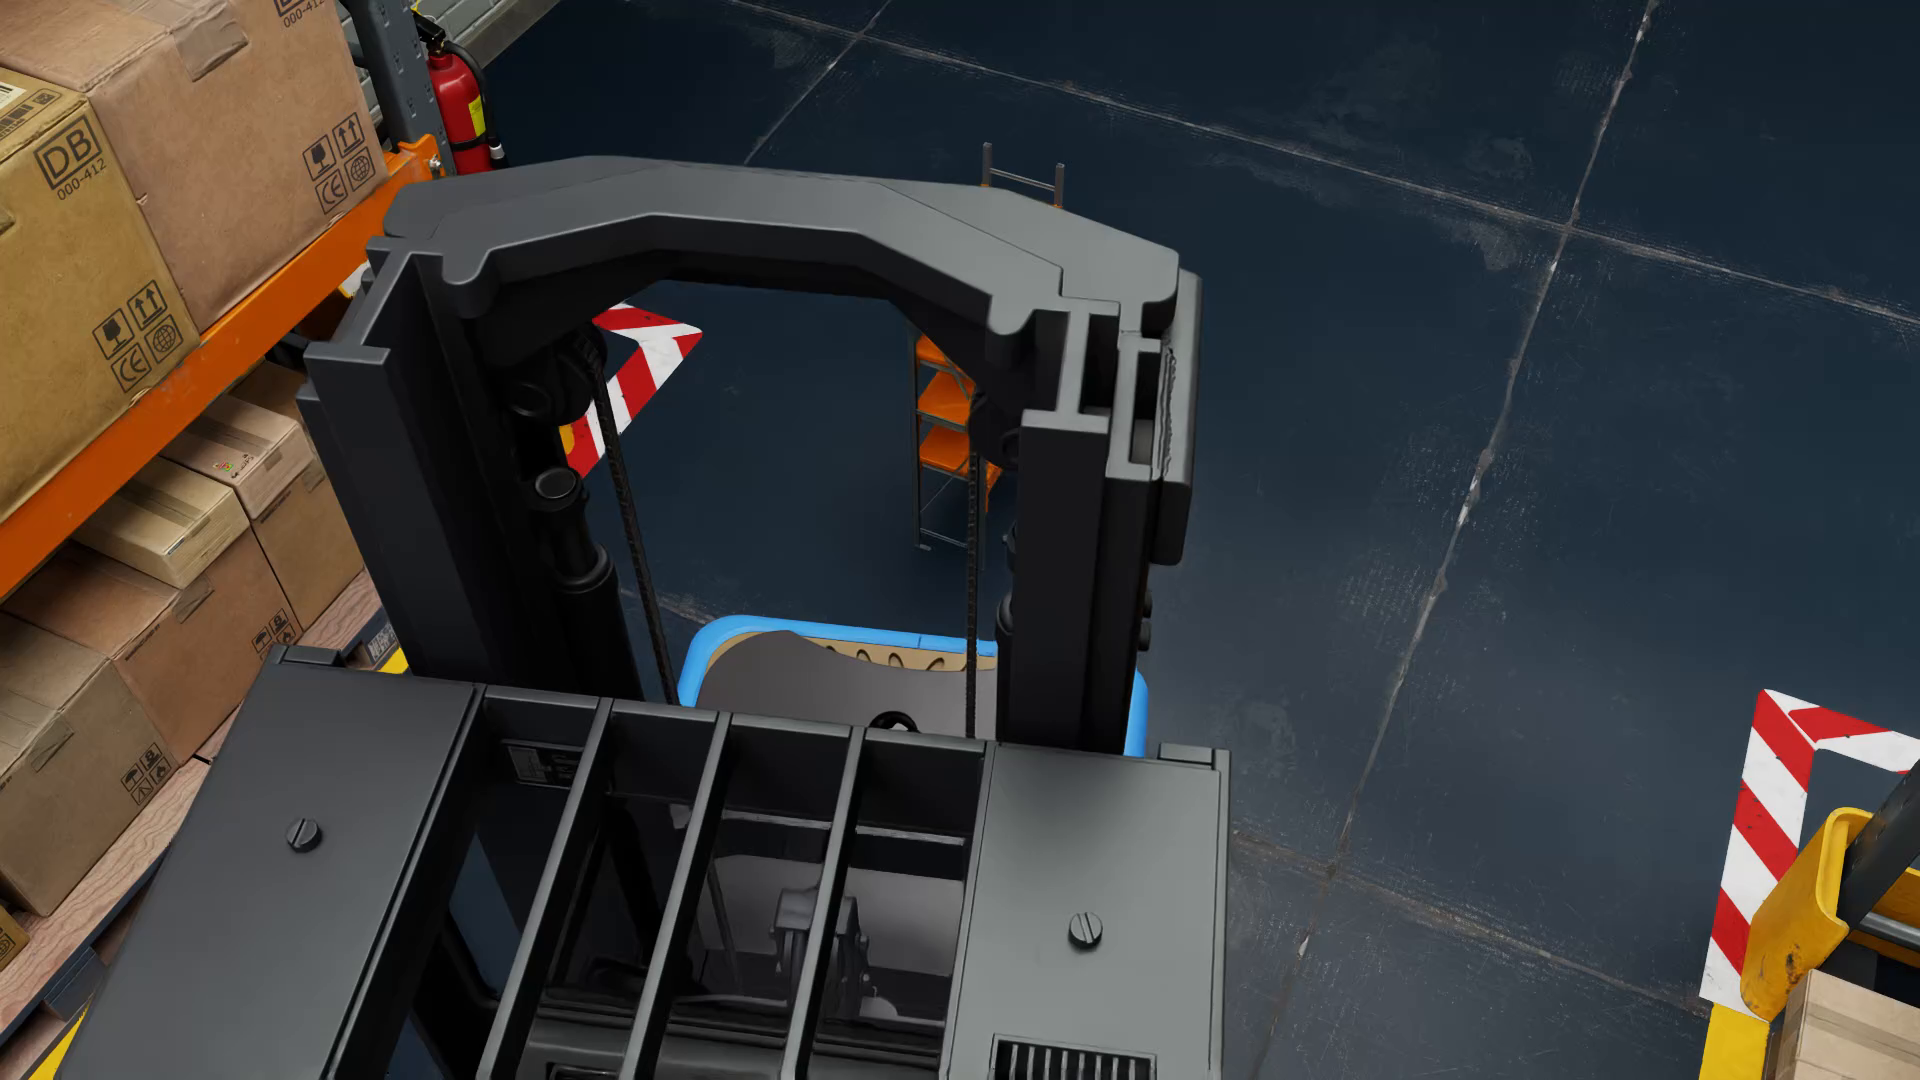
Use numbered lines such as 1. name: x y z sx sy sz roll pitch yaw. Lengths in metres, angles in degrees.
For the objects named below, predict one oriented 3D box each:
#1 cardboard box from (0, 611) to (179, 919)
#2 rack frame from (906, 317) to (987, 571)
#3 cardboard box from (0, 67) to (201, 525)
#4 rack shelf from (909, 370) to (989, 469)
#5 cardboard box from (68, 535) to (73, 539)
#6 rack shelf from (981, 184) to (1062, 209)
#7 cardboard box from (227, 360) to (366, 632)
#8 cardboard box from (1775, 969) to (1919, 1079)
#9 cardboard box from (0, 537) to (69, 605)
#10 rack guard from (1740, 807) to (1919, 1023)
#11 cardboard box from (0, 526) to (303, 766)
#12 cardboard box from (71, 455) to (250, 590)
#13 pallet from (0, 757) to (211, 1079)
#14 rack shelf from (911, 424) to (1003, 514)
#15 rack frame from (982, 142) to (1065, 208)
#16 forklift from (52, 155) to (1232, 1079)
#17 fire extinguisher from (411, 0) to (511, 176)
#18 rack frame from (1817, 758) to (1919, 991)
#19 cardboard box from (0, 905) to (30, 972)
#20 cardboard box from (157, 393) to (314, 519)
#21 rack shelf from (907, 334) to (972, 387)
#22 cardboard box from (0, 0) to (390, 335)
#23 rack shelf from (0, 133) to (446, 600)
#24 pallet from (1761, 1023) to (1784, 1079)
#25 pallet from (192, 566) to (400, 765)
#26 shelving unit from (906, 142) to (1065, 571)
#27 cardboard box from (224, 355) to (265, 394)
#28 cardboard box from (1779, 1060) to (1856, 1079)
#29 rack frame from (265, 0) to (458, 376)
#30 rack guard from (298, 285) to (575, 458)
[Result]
1. cardboard box: -2.506 0.511 4.211 0.700 0.500 0.500 18 52 15
2. rack frame: -0.034 -0.335 4.747 0.240 1.200 0.015 20 52 16
3. cardboard box: -2.379 -0.607 3.600 0.980 0.700 0.700 19 52 16
4. rack shelf: 0.071 -0.459 4.941 0.258 0.148 0.480 20 52 16
5. cardboard box: -2.421 -0.192 4.384 0.380 0.149 0.250 20 52 16
6. rack shelf: 0.071 -0.757 4.591 0.258 0.148 0.480 20 52 16
7. cardboard box: -2.078 -0.180 4.799 0.700 0.500 0.500 20 52 16
8. cardboard box: 2.122 1.199 3.844 0.380 0.149 0.250 20 52 16
9. cardboard box: -2.528 -0.020 4.237 0.380 0.149 0.250 20 53 16
10. rack guard: 2.579 1.103 3.983 1.175 0.500 0.348 20 52 16
11. cardboard box: -2.291 0.165 4.506 0.700 0.500 0.500 20 52 16
12. cardboard box: -2.076 -0.066 4.276 0.380 0.149 0.250 21 53 17
13. pallet: -2.662 0.948 4.305 1.003 0.211 1.213 20 52 16
14. rack shelf: 0.071 -0.331 5.092 0.258 0.148 0.480 20 52 16
15. rack frame: 0.175 -0.671 5.033 0.240 1.200 0.015 20 52 16
16. forklift: -0.284 1.067 2.417 1.130 2.935 3.031 6 50 5
17. fire extinguisher: -1.387 -1.176 4.577 0.296 0.674 0.183 20 52 16
18. rack frame: 2.611 0.241 3.076 1.000 3.000 0.127 20 52 16
19. cardboard box: -2.727 0.881 3.897 0.700 0.500 0.500 21 53 17
20. cardboard box: -1.968 -0.242 4.426 0.380 0.149 0.250 19 52 16
21. rack shelf: 0.071 -0.604 4.771 0.258 0.148 0.480 20 52 16
22. cardboard box: -2.078 -1.111 4.029 0.980 0.700 0.700 22 53 18
23. rack shelf: -2.724 0.242 3.547 1.077 0.370 4.000 20 52 16
24. pallet: 2.239 1.746 3.626 1.003 0.211 1.213 20 52 16
25. pallet: -2.140 0.111 5.017 1.003 0.211 1.213 20 52 16
26. shelving unit: 0.071 -0.503 4.890 0.258 1.200 0.503 20 52 16
27. cardboard box: -2.205 -0.541 4.681 0.380 0.149 0.250 20 53 16
28. cardboard box: 2.015 1.365 3.690 0.380 0.166 0.250 20 52 16
29. rack frame: -1.869 -1.368 4.445 1.000 3.000 0.127 20 52 16
30. rack guard: -1.859 -0.575 5.411 1.175 0.500 0.348 20 52 16
